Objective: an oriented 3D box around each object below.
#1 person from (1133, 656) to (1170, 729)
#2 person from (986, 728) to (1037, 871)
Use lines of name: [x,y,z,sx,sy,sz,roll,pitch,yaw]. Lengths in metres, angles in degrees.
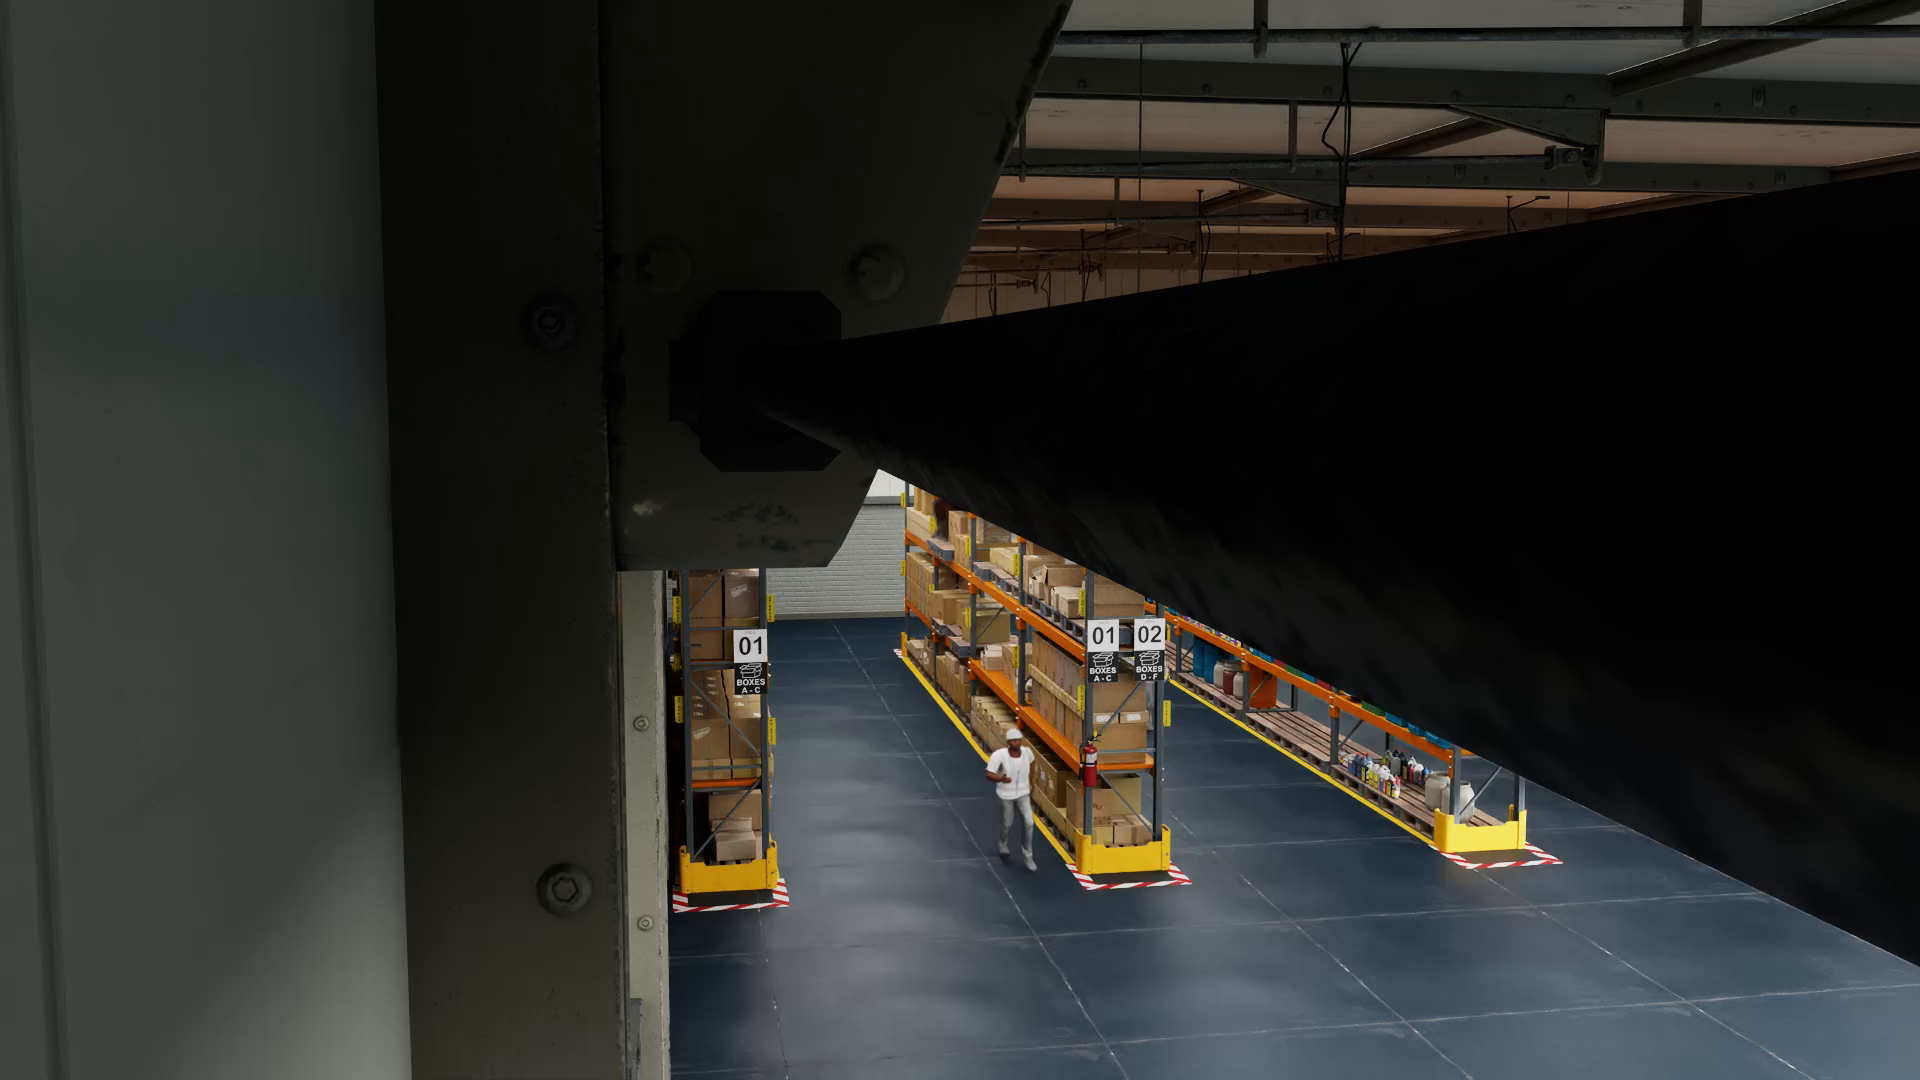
person: [3.369,2.496,28.920,0.583,1.647,0.700,-3,6,-23]
person: [0.656,3.270,21.206,0.707,1.801,0.810,-2,6,-15]
